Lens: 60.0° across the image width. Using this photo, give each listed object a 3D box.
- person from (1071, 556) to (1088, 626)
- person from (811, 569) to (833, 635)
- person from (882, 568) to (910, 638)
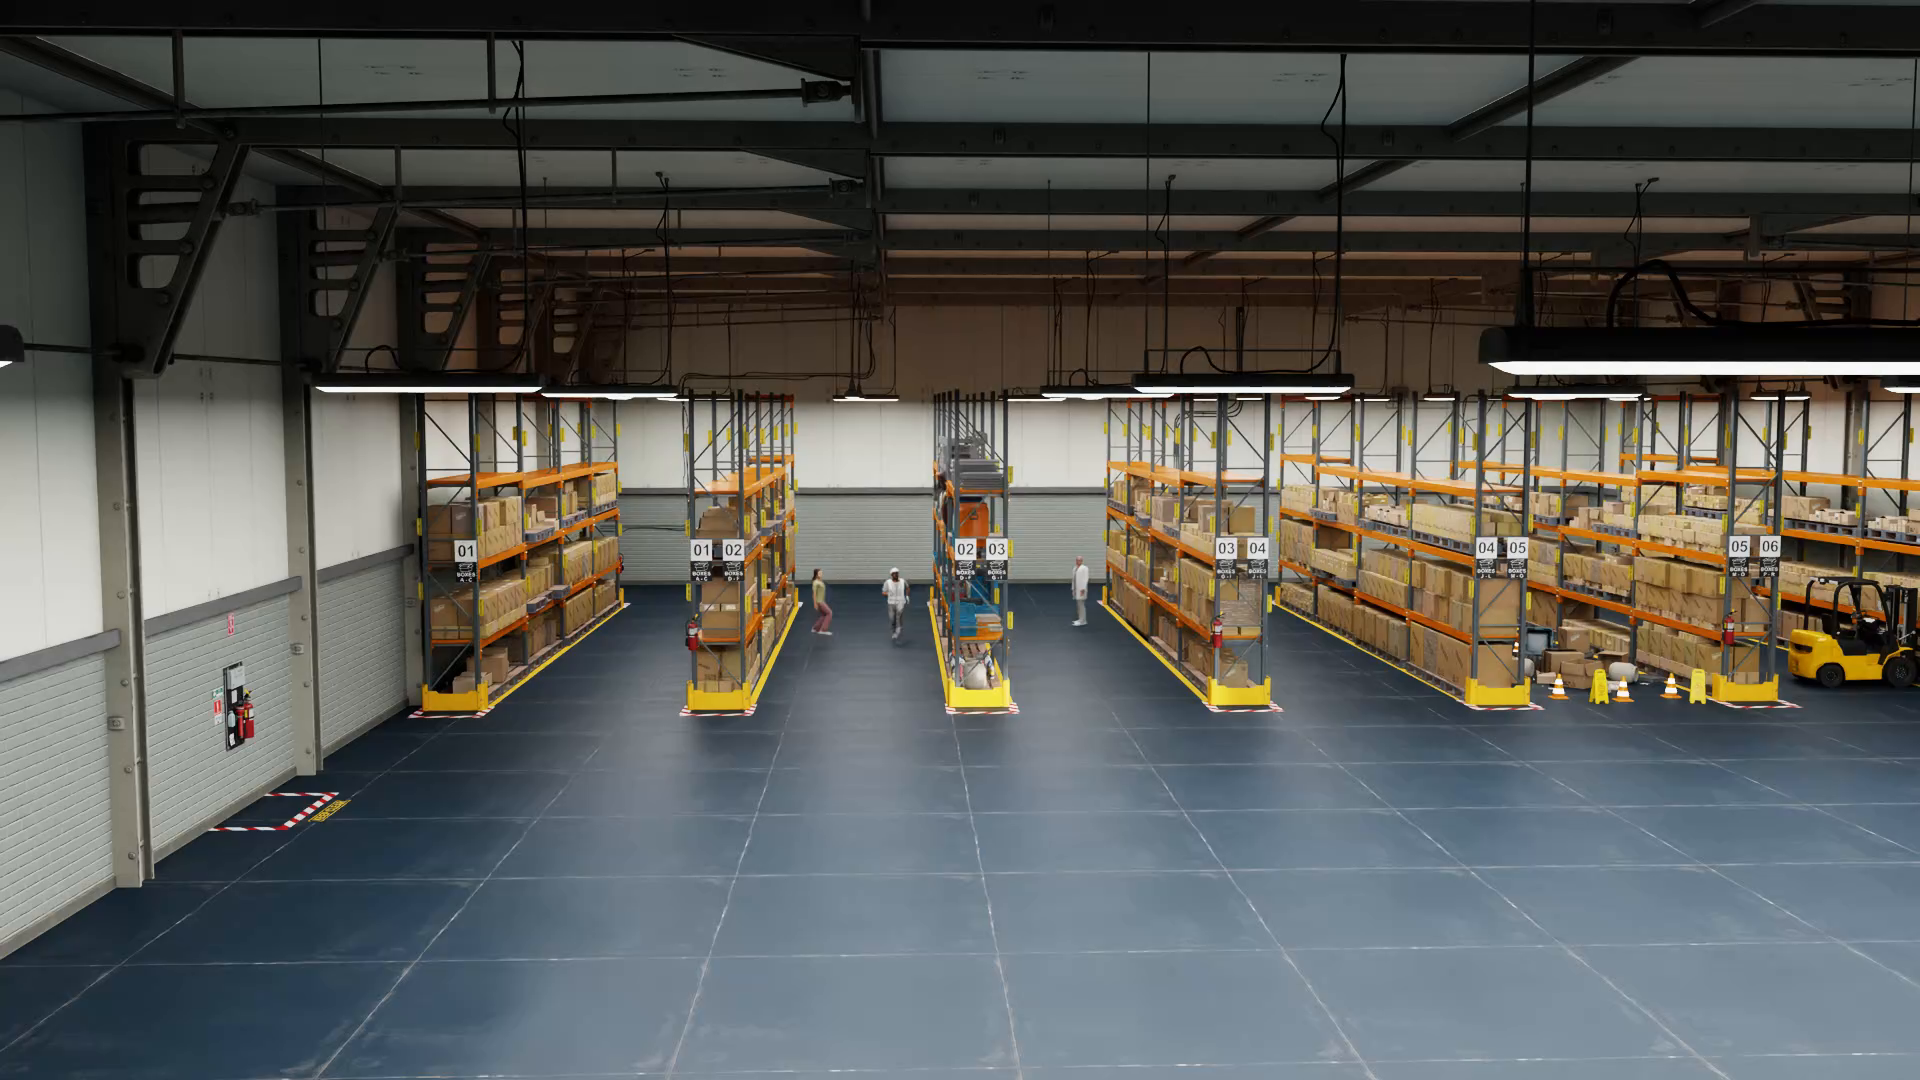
[{"bbox_3d":[3.081,1.310,43.062,0.411,1.784,0.606,-2,5,-24],"label":"person"},{"bbox_3d":[-3.268,1.468,39.465,0.543,1.537,0.487,0,5,4],"label":"person"},{"bbox_3d":[-1.559,1.534,40.042,0.631,1.729,0.856,0,5,5],"label":"person"}]
